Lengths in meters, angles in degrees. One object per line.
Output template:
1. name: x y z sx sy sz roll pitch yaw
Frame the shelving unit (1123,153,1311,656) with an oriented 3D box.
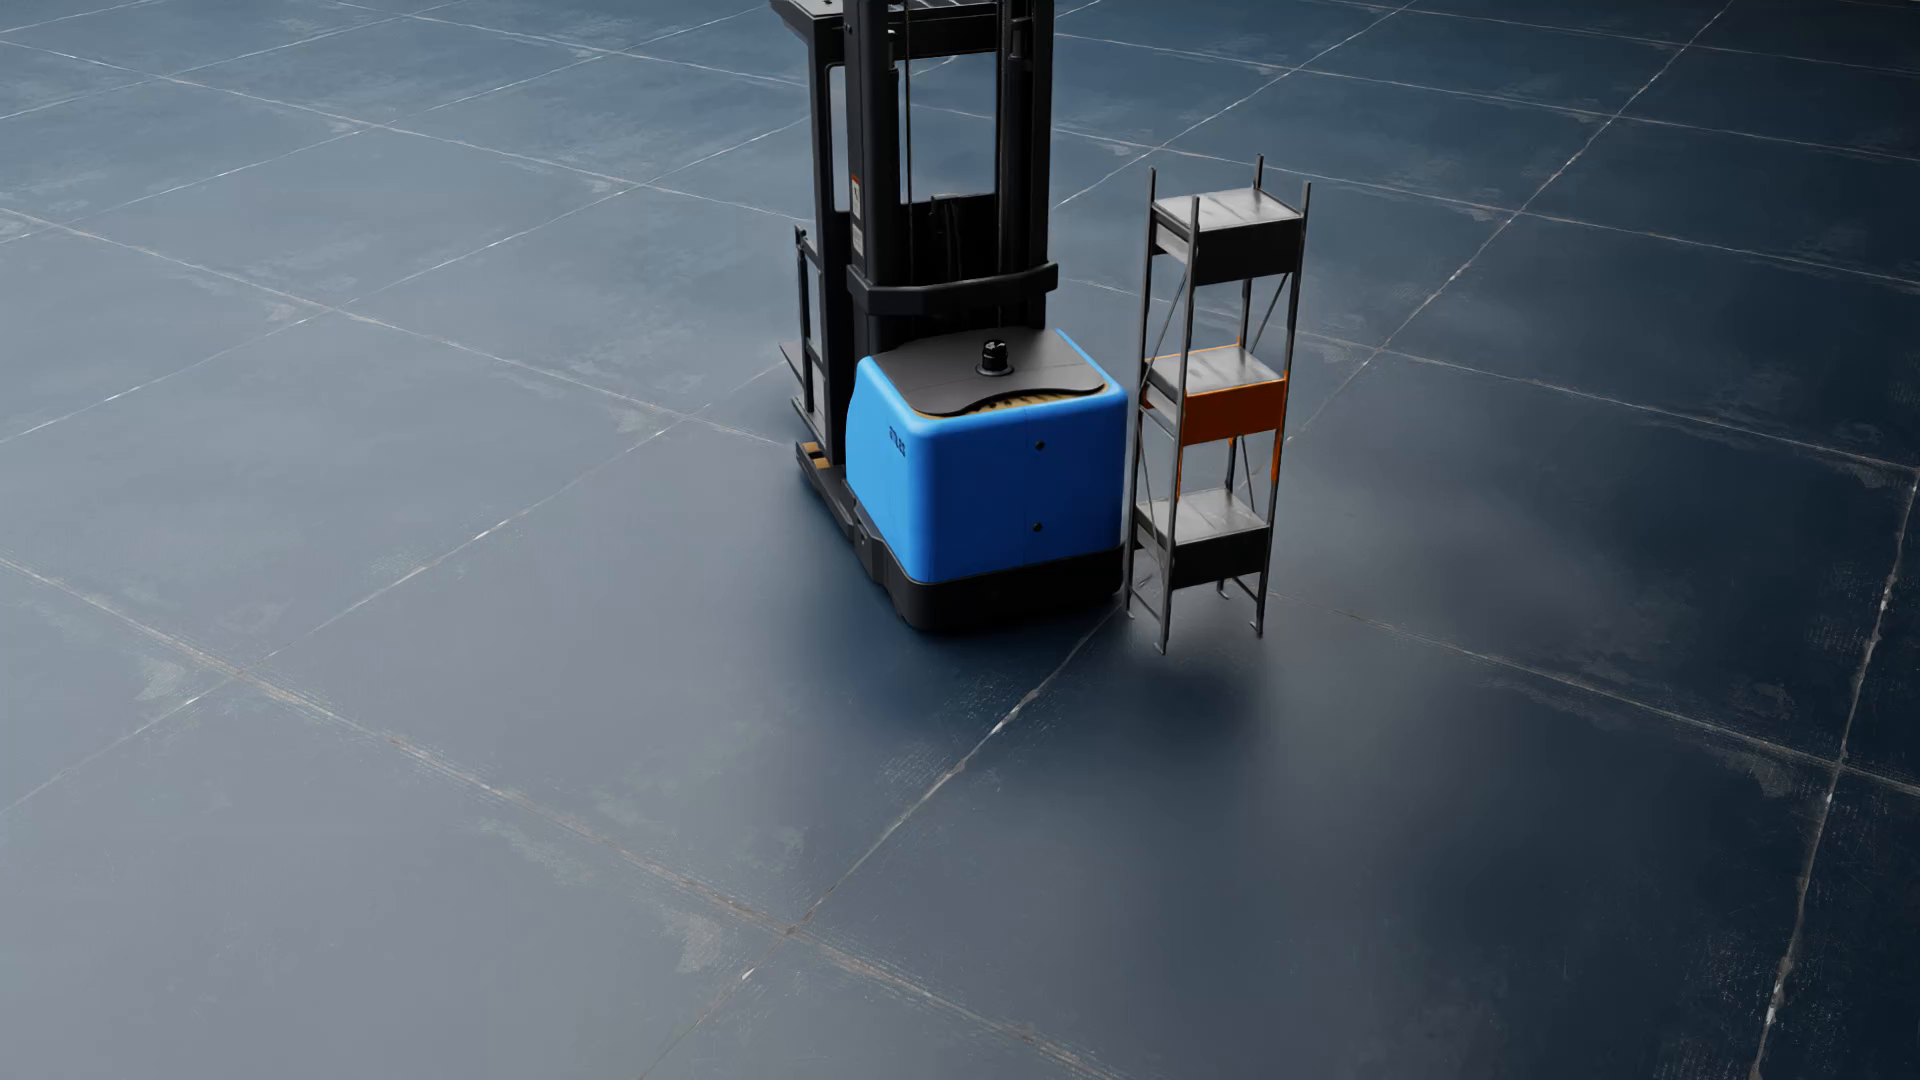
1. shelving unit: 1.060 -0.533 7.079 0.503 2.100 0.431 -11 32 -18

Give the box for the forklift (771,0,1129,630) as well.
1. forklift: -0.230 -1.593 8.073 1.130 2.935 3.031 -10 32 -17

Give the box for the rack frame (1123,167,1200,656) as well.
1. rack frame: 0.833 -0.489 7.003 0.015 2.100 0.400 -11 32 -18

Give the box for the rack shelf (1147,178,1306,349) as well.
1. rack shelf: 1.060 -1.125 6.733 0.480 0.518 0.431 -11 32 -18

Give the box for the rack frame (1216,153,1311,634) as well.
1. rack frame: 1.288 -0.577 7.155 0.015 2.100 0.400 -11 32 -18

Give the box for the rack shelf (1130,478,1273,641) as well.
1. rack shelf: 1.060 0.083 7.439 0.480 0.518 0.431 -11 32 -18

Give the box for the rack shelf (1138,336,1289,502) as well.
1. rack shelf: 1.060 -0.521 7.086 0.480 0.518 0.431 -11 32 -18
